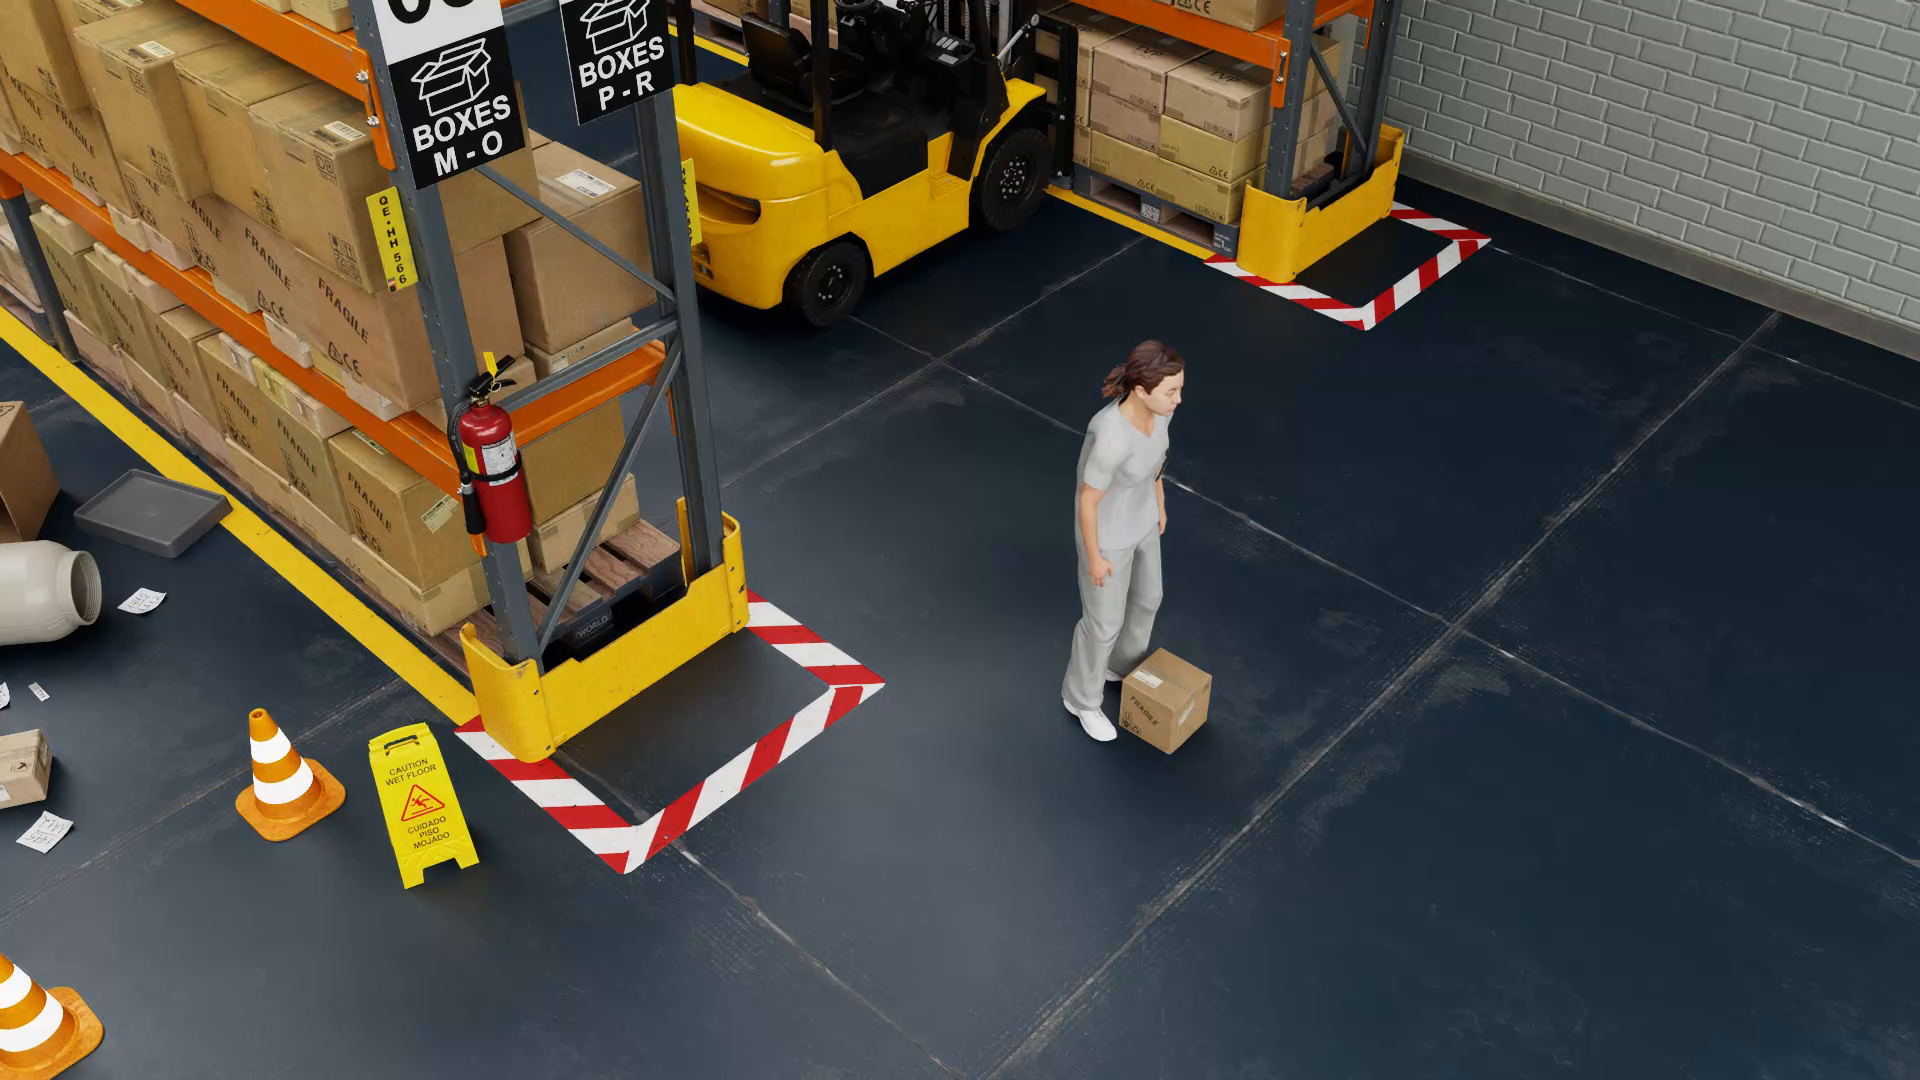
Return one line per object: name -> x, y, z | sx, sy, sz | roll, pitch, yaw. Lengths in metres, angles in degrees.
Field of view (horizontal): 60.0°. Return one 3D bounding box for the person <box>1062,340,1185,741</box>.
person -> 0.612, -0.022, 6.184 | 0.362, 1.671, 0.504 | 28, 47, 29
